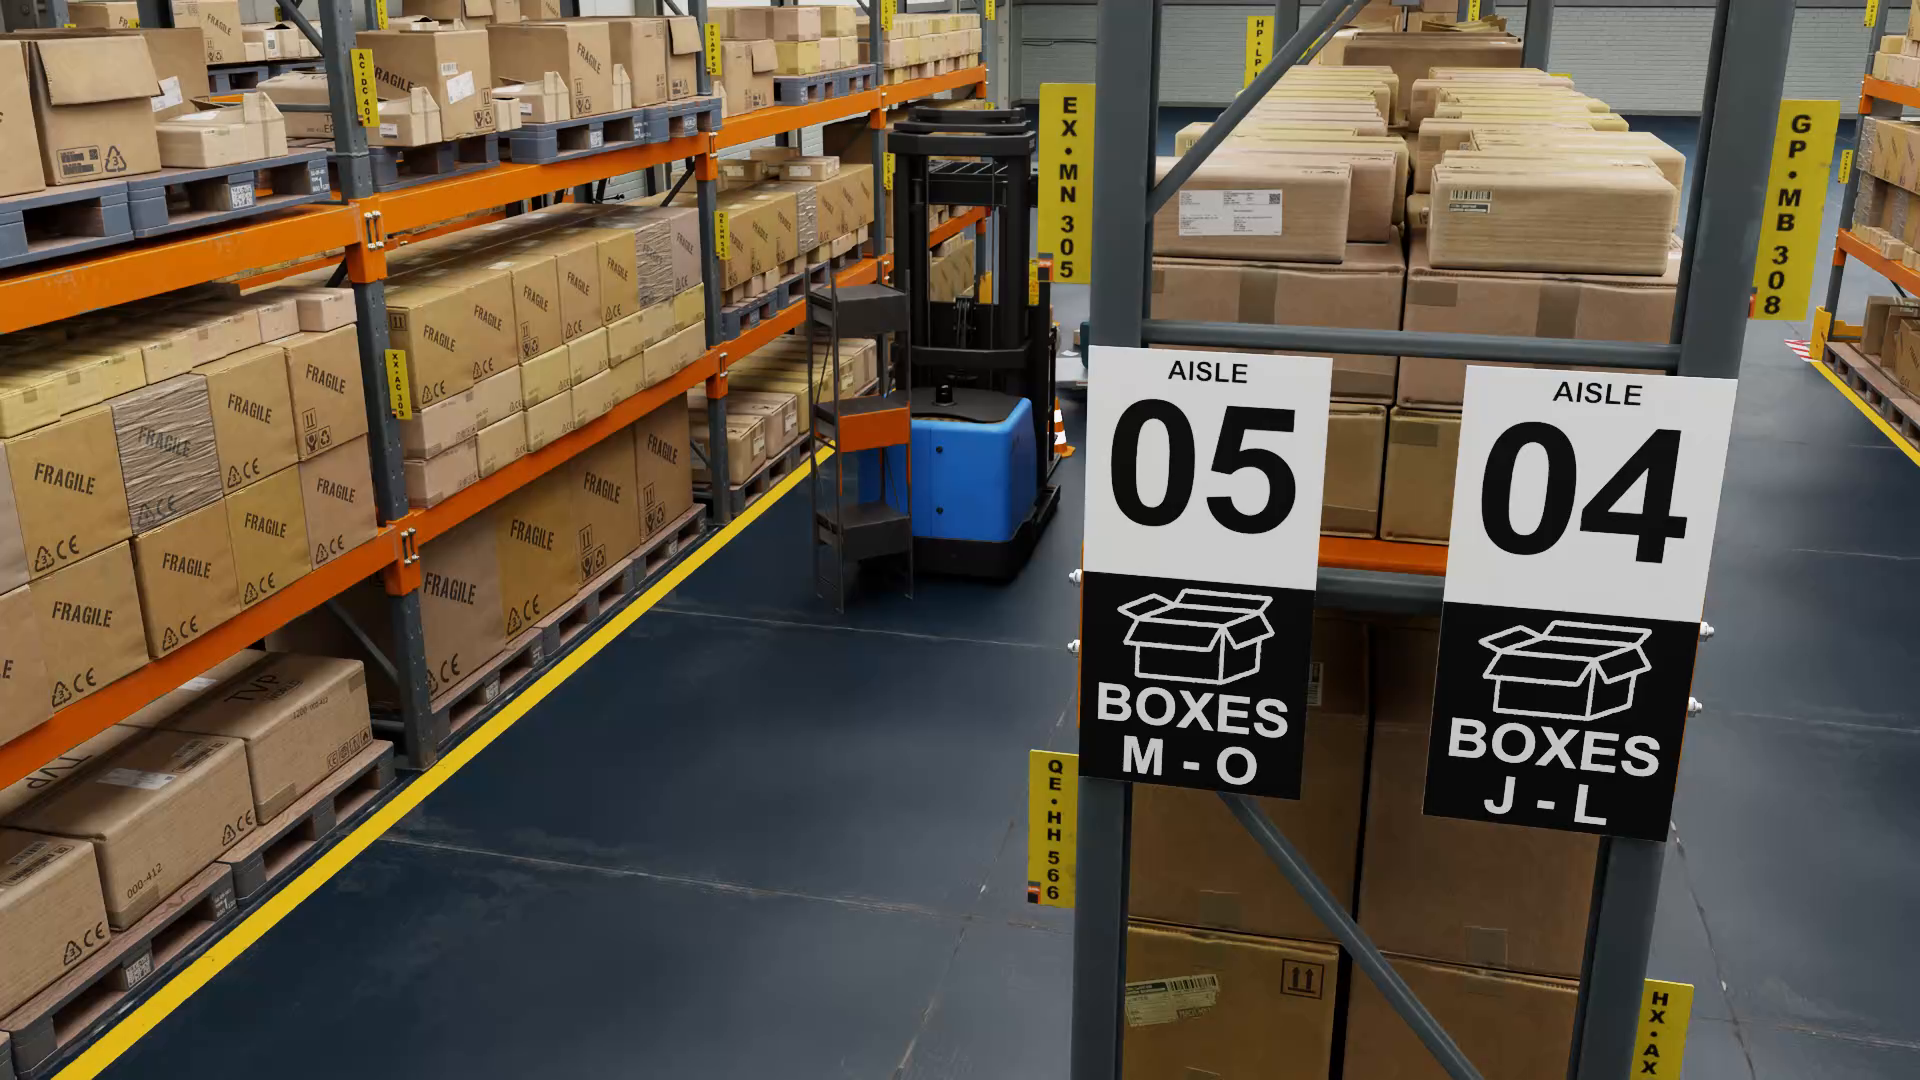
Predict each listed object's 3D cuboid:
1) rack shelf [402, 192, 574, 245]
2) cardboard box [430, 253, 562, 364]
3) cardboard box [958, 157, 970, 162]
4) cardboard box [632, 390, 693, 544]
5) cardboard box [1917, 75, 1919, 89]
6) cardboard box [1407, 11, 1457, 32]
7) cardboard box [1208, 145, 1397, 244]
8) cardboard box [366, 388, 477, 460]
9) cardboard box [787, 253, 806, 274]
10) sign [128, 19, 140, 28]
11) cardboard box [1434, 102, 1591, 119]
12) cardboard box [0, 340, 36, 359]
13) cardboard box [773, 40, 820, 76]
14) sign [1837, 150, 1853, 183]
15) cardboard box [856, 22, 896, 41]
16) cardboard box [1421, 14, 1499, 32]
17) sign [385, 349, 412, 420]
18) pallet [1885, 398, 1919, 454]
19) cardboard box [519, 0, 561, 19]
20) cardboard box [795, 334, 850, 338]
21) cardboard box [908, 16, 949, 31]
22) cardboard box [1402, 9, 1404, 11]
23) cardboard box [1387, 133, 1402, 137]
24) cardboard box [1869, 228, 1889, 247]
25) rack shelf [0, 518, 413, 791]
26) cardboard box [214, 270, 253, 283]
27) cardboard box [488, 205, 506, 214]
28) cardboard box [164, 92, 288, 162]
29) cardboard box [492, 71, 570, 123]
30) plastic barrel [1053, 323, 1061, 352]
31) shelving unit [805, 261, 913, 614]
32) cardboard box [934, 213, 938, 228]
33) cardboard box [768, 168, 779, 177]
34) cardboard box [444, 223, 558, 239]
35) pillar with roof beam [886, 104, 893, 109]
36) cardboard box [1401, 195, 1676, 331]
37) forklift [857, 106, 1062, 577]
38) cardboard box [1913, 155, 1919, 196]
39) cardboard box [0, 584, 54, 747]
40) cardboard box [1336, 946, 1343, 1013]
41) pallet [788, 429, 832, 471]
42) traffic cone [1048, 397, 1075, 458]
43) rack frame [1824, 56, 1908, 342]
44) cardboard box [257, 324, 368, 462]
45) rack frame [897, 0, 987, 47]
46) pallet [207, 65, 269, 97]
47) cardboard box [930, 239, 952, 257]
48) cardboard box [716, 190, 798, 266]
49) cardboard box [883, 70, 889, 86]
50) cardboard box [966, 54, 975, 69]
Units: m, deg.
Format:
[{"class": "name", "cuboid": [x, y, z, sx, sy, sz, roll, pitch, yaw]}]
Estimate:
[{"class": "rack shelf", "cuboid": [-5.505, -3.499, 18.404, 1.077, 0.370, 4.000, 5, 19, 13]}, {"class": "cardboard box", "cuboid": [-2.526, -1.269, 9.060, 0.500, 0.500, 0.500, 4, 19, 12]}, {"class": "cardboard box", "cuboid": [-0.195, -3.915, 17.895, 0.500, 0.500, 0.500, 5, 19, 14]}, {"class": "cardboard box", "cuboid": [-2.407, -0.551, 11.299, 0.875, 0.875, 0.875, 4, 19, 13]}, {"class": "cardboard box", "cuboid": [8.672, -4.030, 14.438, 0.500, 0.250, 0.500, 5, 20, 15]}, {"class": "cardboard box", "cuboid": [4.036, -4.329, 14.048, 0.500, 0.250, 0.500, 5, 19, 14]}, {"class": "cardboard box", "cuboid": [0.644, -0.674, 3.221, 0.380, 0.149, 0.250, 5, 19, 14]}, {"class": "cardboard box", "cuboid": [-2.754, -0.596, 8.249, 0.500, 0.250, 0.500, 4, 19, 12]}, {"class": "cardboard box", "cuboid": [-1.456, -2.238, 13.338, 0.380, 0.149, 0.250, 5, 20, 15]}, {"class": "sign", "cuboid": [-3.663, -2.167, 7.465, 0.100, 0.325, 0.005, 5, 19, 13]}, {"class": "cardboard box", "cuboid": [1.421, -1.043, 4.302, 0.380, 0.149, 0.250, 5, 20, 15]}, {"class": "cardboard box", "cuboid": [-3.727, -0.659, 6.271, 0.380, 0.149, 0.250, 5, 19, 13]}, {"class": "cardboard box", "cuboid": [-1.436, -3.857, 13.280, 0.500, 0.250, 0.500, 5, 19, 14]}, {"class": "sign", "cuboid": [8.881, -3.745, 16.673, 0.100, 0.325, 0.005, 5, 19, 13]}, {"class": "cardboard box", "cuboid": [-0.786, -4.573, 14.949, 0.380, 0.149, 0.250, 4, 19, 12]}, {"class": "cardboard box", "cuboid": [2.710, -2.729, 9.056, 0.396, 0.266, 0.258, 5, 19, 13]}, {"class": "sign", "cuboid": [-2.596, -0.718, 7.688, 0.100, 0.325, 0.005, 5, 19, 13]}, {"class": "pallet", "cuboid": [8.559, -0.933, 14.092, 1.003, 0.211, 1.213, 5, 19, 13]}, {"class": "cardboard box", "cuboid": [-4.889, -6.021, 19.076, 0.500, 0.500, 0.500, 5, 20, 15]}, {"class": "cardboard box", "cuboid": [-1.296, -1.926, 16.290, 0.500, 0.250, 0.500, 6, 20, 16]}, {"class": "cardboard box", "cuboid": [-0.322, -5.313, 17.117, 0.380, 0.149, 0.250, 5, 19, 13]}, {"class": "cardboard box", "cuboid": [3.764, -4.688, 15.097, 0.500, 0.250, 0.500, 4, 19, 13]}, {"class": "cardboard box", "cuboid": [1.077, -1.096, 5.073, 0.500, 0.250, 0.500, 5, 19, 14]}, {"class": "cardboard box", "cuboid": [8.910, -2.870, 15.837, 0.380, 0.149, 0.250, 5, 19, 13]}, {"class": "rack shelf", "cuboid": [-3.623, 0.653, 6.248, 1.077, 0.370, 4.000, 5, 19, 13]}, {"class": "cardboard box", "cuboid": [-6.379, -2.327, 14.092, 0.500, 0.250, 0.500, 4, 19, 12]}, {"class": "cardboard box", "cuboid": [-5.255, -3.858, 18.187, 0.500, 0.500, 0.500, 5, 19, 14]}, {"class": "cardboard box", "cuboid": [-2.980, -1.691, 6.760, 0.396, 0.266, 0.258, 5, 20, 15]}, {"class": "cardboard box", "cuboid": [-2.349, -2.414, 9.032, 0.396, 0.266, 0.258, 6, 20, 18]}, {"class": "plastic barrel", "cuboid": [0.761, -2.089, 17.150, 0.421, 0.421, 0.512, -13, 23, -34]}, {"class": "shelving unit", "cuboid": [-0.616, -0.627, 10.276, 0.503, 2.100, 0.431, -10, 21, -28]}, {"class": "cardboard box", "cuboid": [-0.436, -3.258, 16.973, 0.380, 0.149, 0.250, 5, 19, 13]}, {"class": "cardboard box", "cuboid": [-1.694, -2.927, 14.353, 0.500, 0.500, 0.500, 5, 19, 14]}, {"class": "cardboard box", "cuboid": [-2.768, -1.636, 10.135, 0.500, 0.500, 0.500, 5, 20, 15]}, {"class": "pillar with roof beam", "cuboid": [2.511, -12.460, 34.245, 9.100, 9.000, 0.400, 5, 19, 13]}, {"class": "cardboard box", "cuboid": [1.199, -0.567, 3.526, 0.500, 0.250, 0.500, 4, 19, 13]}, {"class": "forklift", "cuboid": [0.135, -1.586, 11.796, 1.130, 2.935, 3.031, 4, 19, 12]}, {"class": "cardboard box", "cuboid": [8.517, -3.177, 14.186, 0.500, 0.500, 0.500, 5, 19, 13]}, {"class": "cardboard box", "cuboid": [-3.478, 0.446, 5.588, 0.500, 0.500, 0.500, 5, 19, 13]}, {"class": "cardboard box", "cuboid": [0.704, 0.788, 4.124, 0.500, 0.500, 0.500, 4, 19, 12]}, {"class": "pallet", "cuboid": [-1.665, -0.875, 13.921, 1.003, 0.211, 1.213, 5, 19, 13]}, {"class": "traffic cone", "cuboid": [0.773, -0.952, 13.760, 0.336, 0.463, 0.334, 5, 19, 13]}, {"class": "rack frame", "cuboid": [9.407, -3.293, 16.688, 1.000, 3.000, 0.127, 5, 19, 13]}, {"class": "cardboard box", "cuboid": [-2.982, -0.665, 7.293, 0.500, 0.500, 0.500, 4, 19, 13]}, {"class": "rack frame", "cuboid": [-0.203, -6.915, 18.009, 1.000, 3.000, 0.127, 5, 19, 13]}, {"class": "pallet", "cuboid": [-6.622, -3.860, 13.998, 1.003, 0.211, 1.213, 6, 20, 16]}, {"class": "cardboard box", "cuboid": [-0.301, -3.082, 17.510, 0.380, 0.149, 0.250, 6, 20, 16]}, {"class": "cardboard box", "cuboid": [-1.579, -2.409, 12.834, 0.500, 0.500, 0.500, 5, 19, 14]}, {"class": "cardboard box", "cuboid": [-0.863, -4.202, 15.096, 0.380, 0.149, 0.250, 4, 19, 13]}, {"class": "cardboard box", "cuboid": [-0.048, -5.162, 17.907, 0.380, 0.149, 0.250, 5, 19, 14]}]
